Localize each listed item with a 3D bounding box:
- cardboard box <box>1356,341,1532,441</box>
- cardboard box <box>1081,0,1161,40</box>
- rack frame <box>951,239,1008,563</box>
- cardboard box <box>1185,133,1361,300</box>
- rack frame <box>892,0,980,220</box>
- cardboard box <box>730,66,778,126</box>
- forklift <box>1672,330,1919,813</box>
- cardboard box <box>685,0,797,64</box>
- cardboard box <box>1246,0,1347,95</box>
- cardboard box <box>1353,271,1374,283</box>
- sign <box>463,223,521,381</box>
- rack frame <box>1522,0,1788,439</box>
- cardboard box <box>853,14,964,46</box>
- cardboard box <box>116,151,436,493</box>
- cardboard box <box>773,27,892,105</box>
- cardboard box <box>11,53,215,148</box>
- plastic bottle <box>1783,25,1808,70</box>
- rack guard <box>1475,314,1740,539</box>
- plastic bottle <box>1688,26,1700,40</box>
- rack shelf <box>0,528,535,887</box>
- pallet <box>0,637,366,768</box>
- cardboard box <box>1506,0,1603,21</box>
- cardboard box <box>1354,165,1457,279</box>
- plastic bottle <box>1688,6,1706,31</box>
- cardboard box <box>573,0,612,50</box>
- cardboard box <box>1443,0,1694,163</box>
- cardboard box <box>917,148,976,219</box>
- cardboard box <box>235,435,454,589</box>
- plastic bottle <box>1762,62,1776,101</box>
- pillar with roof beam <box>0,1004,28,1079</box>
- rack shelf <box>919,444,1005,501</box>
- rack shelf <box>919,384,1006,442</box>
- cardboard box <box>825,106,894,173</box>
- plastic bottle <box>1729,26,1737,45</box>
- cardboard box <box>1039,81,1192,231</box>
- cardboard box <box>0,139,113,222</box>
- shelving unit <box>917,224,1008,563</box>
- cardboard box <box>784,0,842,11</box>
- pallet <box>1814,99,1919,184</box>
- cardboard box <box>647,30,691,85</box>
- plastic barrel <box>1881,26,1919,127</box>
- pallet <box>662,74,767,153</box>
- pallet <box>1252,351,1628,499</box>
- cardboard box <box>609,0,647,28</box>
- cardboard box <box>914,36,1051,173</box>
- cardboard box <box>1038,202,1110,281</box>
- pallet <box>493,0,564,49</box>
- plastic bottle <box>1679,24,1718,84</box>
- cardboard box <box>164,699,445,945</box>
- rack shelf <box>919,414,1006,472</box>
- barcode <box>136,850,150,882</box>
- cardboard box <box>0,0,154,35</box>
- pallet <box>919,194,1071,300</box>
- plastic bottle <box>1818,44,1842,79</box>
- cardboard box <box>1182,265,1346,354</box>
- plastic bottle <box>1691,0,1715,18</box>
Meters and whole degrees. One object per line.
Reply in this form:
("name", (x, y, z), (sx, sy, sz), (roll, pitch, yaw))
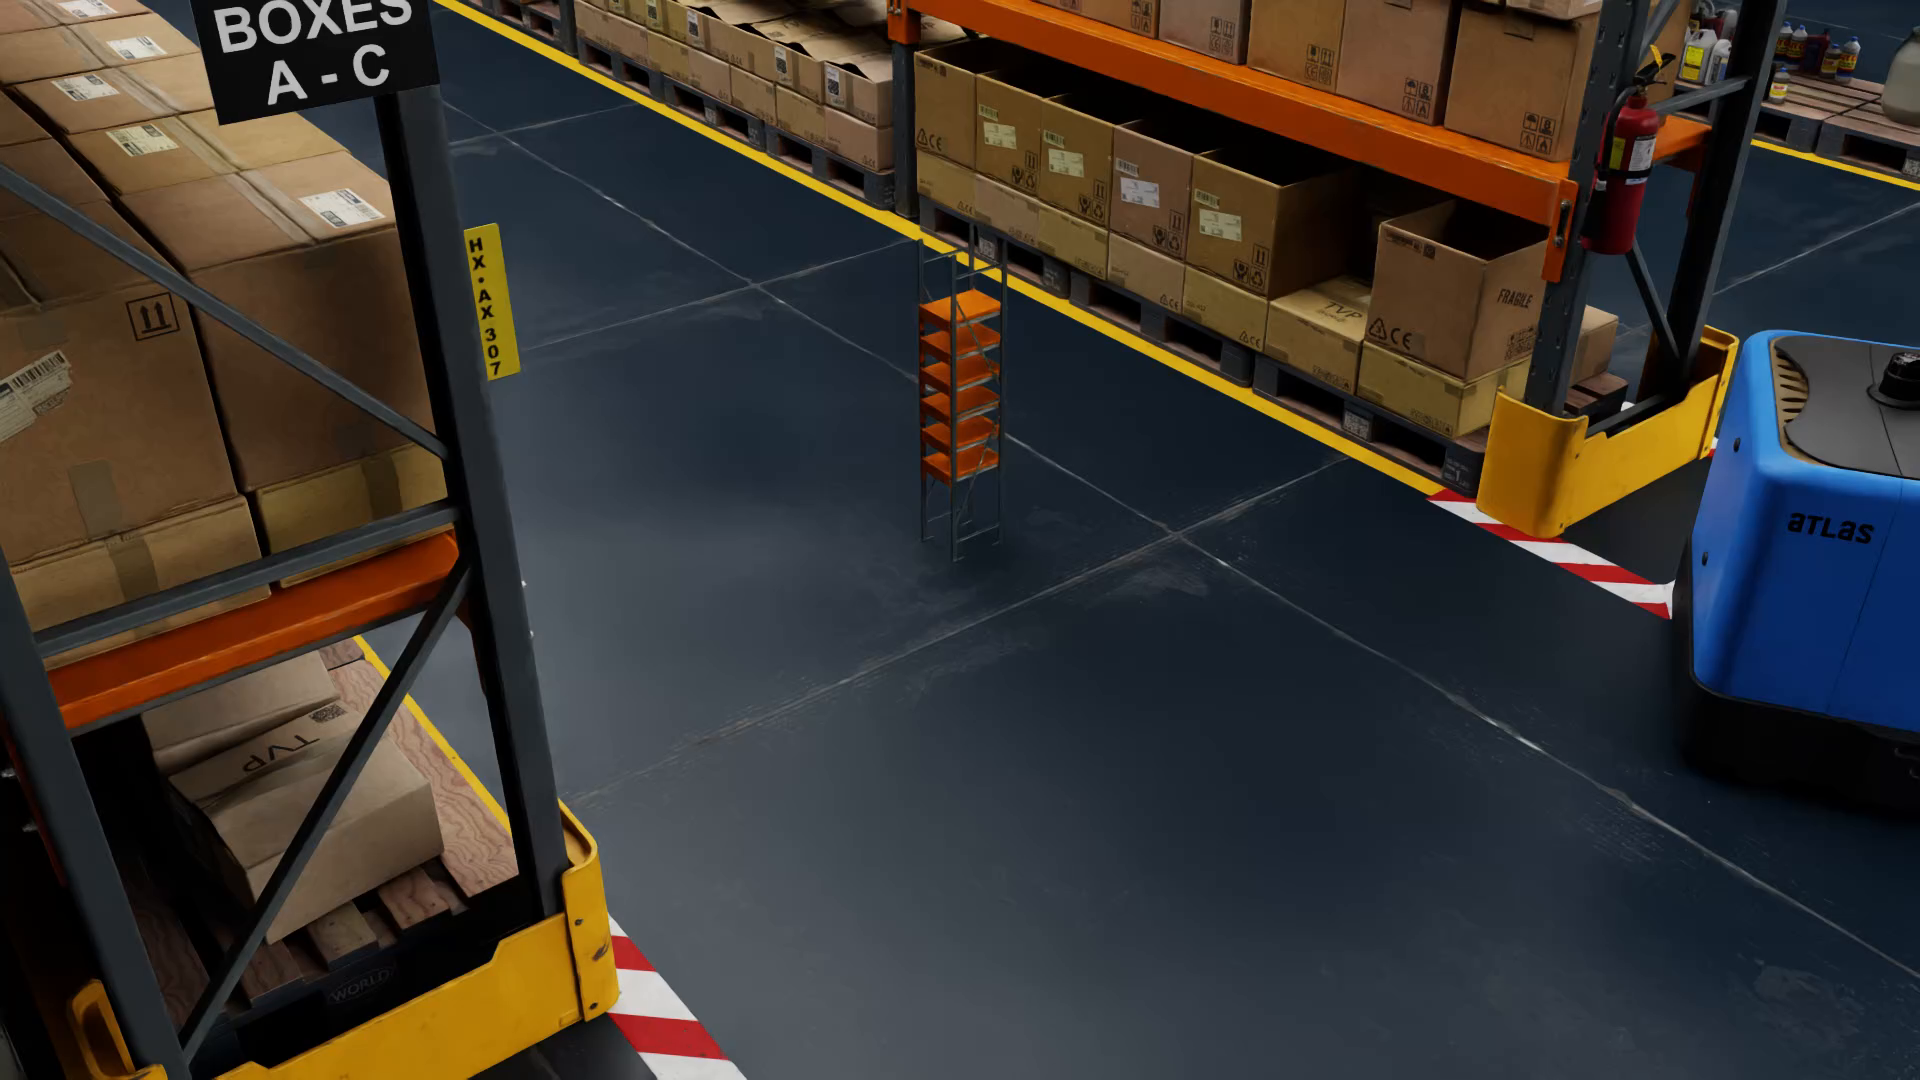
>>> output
("cardboard box", (1.966, -0.673, 6.698), (0.500, 0.250, 0.500), (-22, 38, -31))
("cardboard box", (0.985, -2.633, 7.551), (0.700, 0.500, 0.500), (-22, 38, -31))
("rack frame", (0.065, -0.466, 5.862), (0.240, 1.200, 0.006), (-22, 38, -31))
("cardboard box", (1.339, -1.403, 7.162), (0.500, 0.500, 0.500), (-22, 38, -31))
("rack frame", (0.075, -3.201, 8.562), (1.000, 3.000, 0.127), (-22, 38, -31))
("cardboard box", (-1.031, -2.715, 9.987), (0.500, 0.250, 0.500), (-21, 38, -30))
("forklift", (3.770, -0.517, 4.305), (3.031, 2.935, 1.130), (11, 33, 17))
("cardboard box", (-1.333, -3.160, 10.172), (0.500, 0.311, 0.500), (-23, 38, -32))
("cardboard box", (1.626, -2.202, 6.857), (0.700, 0.500, 0.500), (-22, 38, -31))
("cardboard box", (2.065, -1.047, 7.301), (0.500, 0.250, 0.500), (-22, 38, -31))
("sign", (-0.954, -0.473, 3.349), (0.100, 0.325, 0.005), (-22, 38, -31))
("rack frame", (2.528, -1.534, 5.877), (1.000, 3.000, 0.127), (-22, 38, -31))
("cardboard box", (-0.284, -2.913, 9.774), (0.500, 0.311, 0.500), (-23, 38, -32))
("cardboard box", (-1.438, -0.490, 3.608), (0.500, 0.500, 0.500), (-22, 38, -31))
("cardboard box", (-0.724, -2.741, 9.496), (0.500, 0.311, 0.500), (-21, 38, -30))
("cardboard box", (-2.045, -0.916, 4.295), (0.500, 0.500, 0.500), (-24, 39, -33))
("plastic bottle", (5.367, -3.163, 10.668), (0.097, 0.271, 0.097), (0, 32, 0))
("rack guard", (2.543, -0.462, 6.521), (1.175, 0.500, 0.348), (-22, 38, -31))
("plastic bottle", (4.636, -3.164, 10.666), (0.152, 0.276, 0.135), (-22, 38, -31))
("rack shelf", (-2.609, -0.458, 4.826), (1.077, 0.370, 4.000), (-22, 38, -31))
("pallet", (-2.643, 0.365, 5.463), (1.003, 0.211, 1.213), (-22, 38, -31))
("cardboard box", (2.143, -1.950, 5.837), (0.380, 0.149, 0.250), (-23, 39, -32))
("cardboard box", (2.067, -1.366, 7.104), (0.500, 0.500, 0.500), (-22, 38, -31))
("plastic bottle", (4.863, -3.402, 11.042), (0.061, 0.283, 0.133), (-22, 38, -31))
("cardboard box", (-2.288, -3.566, 11.356), (0.500, 0.250, 0.500), (-22, 38, -32))
("cardboard box", (2.252, -1.776, 6.171), (0.700, 0.500, 0.500), (-22, 38, -31))
("cardboard box", (0.120, -1.920, 8.707), (0.500, 0.250, 0.500), (-22, 38, -31))
("cardboard box", (-1.431, -0.181, 3.822), (0.500, 0.250, 0.500), (-24, 39, -33))
("plastic bottle", (4.885, -2.835, 10.129), (0.061, 0.283, 0.133), (-21, 38, -30))
("pillar with roof beam", (0.905, -3.883, 3.973), (9.100, 9.000, 0.400), (-22, 38, -31))
("rack shelf", (0.009, -0.262, 6.074), (0.258, 0.103, 0.180), (-22, 38, -31))
("rack shelf", (0.009, -0.466, 5.947), (0.258, 0.103, 0.180), (-22, 38, -31))
("cardboard box", (-0.408, -2.291, 9.303), (0.500, 0.250, 0.500), (-23, 38, -32))
("plastic bottle", (5.119, -3.301, 10.958), (0.097, 0.201, 0.097), (0, 32, 0))
("cardboard box", (0.726, -1.819, 7.833), (0.500, 0.500, 0.500), (-22, 38, -31))
("cardboard box", (-2.140, -0.534, 3.679), (0.500, 0.500, 0.500), (-22, 38, -31))
("shelving unit", (0.009, -0.504, 5.924), (0.258, 1.200, 0.189), (-22, 38, -31))
("cardboard box", (-0.925, -3.343, 10.466), (0.500, 0.311, 0.500), (-21, 38, -30))
("pallet", (5.865, -2.308, 9.765), (1.003, 0.211, 1.213), (-22, 38, -31))
("cardboard box", (-1.656, -3.142, 10.673), (0.500, 0.250, 0.500), (-23, 39, -33))
("plastic barrel", (5.672, -2.715, 9.739), (0.421, 0.512, 0.421), (0, 32, 0))
("pallet", (-1.160, -2.820, 10.591), (1.003, 0.211, 1.213), (-22, 38, -31))
("pallet", (2.026, -0.655, 7.104), (1.003, 0.211, 1.213), (-22, 38, -31))
("cardboard box", (-1.960, -3.588, 10.860), (0.500, 0.311, 0.500), (-23, 39, -33))
("cardboard box", (0.112, -2.236, 8.504), (0.500, 0.500, 0.500), (-22, 38, -31))
("cardboard box", (0.725, -1.500, 8.031), (0.500, 0.250, 0.500), (-22, 38, -31))
("pallet", (-2.806, -4.007, 12.502), (1.003, 0.211, 1.213), (-22, 38, -31))
("plastic bottle", (4.648, -3.060, 10.428), (0.144, 0.351, 0.185), (-21, 37, -29))
("cardboard box", (-1.736, 0.708, 4.399), (0.500, 0.311, 0.500), (-27, 41, -36))
("rack shelf", (0.009, -0.364, 6.010), (0.258, 0.103, 0.180), (-22, 38, -31))
("barcode", (-2.063, 0.826, 4.200), (0.001, 0.075, 0.075), (-22, 38, -31))
("cardboard box", (-2.690, -1.344, 4.983), (0.500, 0.500, 0.500), (-23, 39, -33))
("pallet", (0.530, -1.672, 8.742), (1.003, 0.211, 1.213), (-22, 38, -31))
("plastic bottle", (5.514, -3.033, 10.526), (0.097, 0.201, 0.097), (0, 32, 0))
("cardboard box", (1.342, -1.085, 7.362), (0.500, 0.250, 0.500), (-22, 38, -31))
("plastic bottle", (4.929, -3.474, 11.095), (0.144, 0.351, 0.185), (-23, 38, -32))
